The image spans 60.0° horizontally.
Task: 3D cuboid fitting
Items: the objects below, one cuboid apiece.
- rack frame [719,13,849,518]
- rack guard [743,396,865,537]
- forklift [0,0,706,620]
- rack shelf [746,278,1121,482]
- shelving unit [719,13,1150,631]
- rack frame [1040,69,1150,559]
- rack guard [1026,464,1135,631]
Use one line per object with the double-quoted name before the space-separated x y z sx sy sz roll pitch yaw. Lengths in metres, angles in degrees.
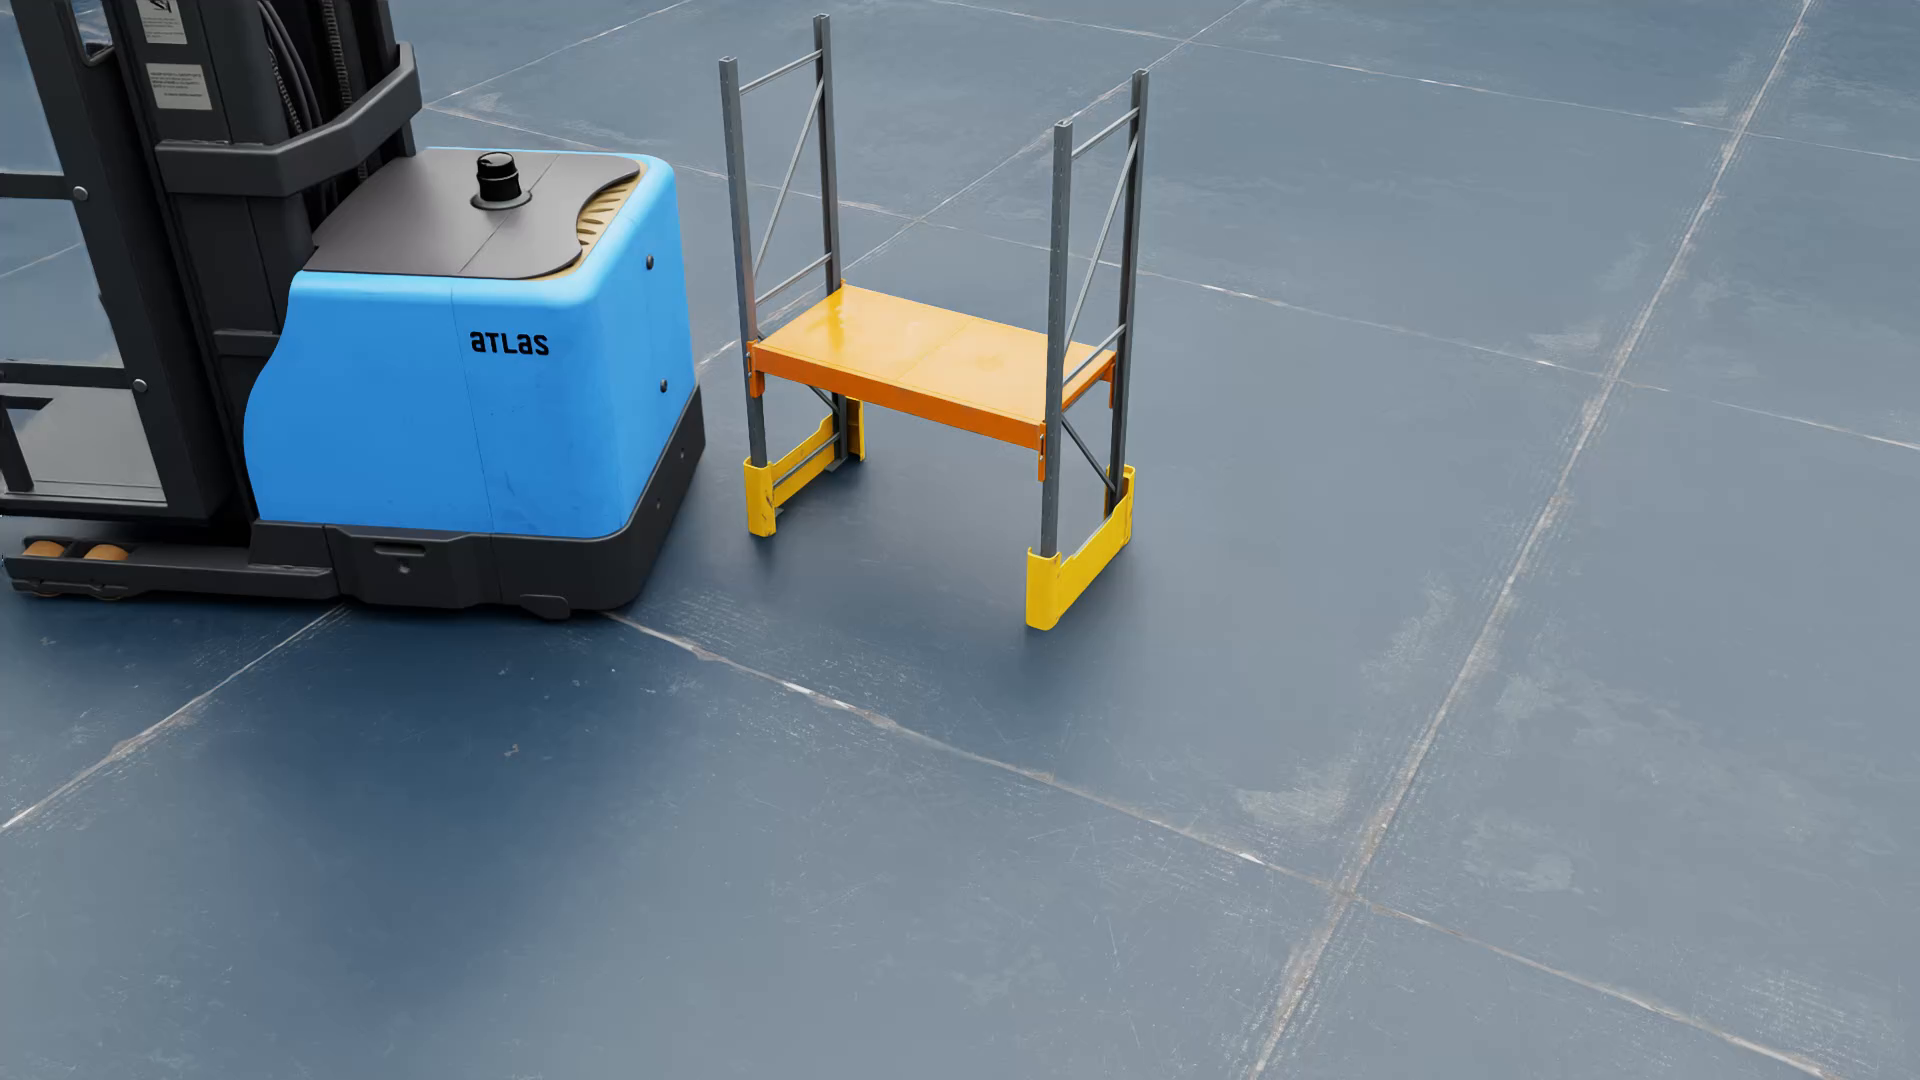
"rack frame" -0.515 -0.788 5.079 0.032 1.500 0.500 18 37 24
"rack guard" -0.499 -0.262 5.418 0.087 0.250 0.587 18 37 24
"forklift" -2.406 -1.326 4.596 3.031 2.935 1.130 3 34 5
"rack shelf" -0.074 -0.498 4.969 1.000 0.185 0.538 18 37 24
"shelving unit" -0.066 -0.645 4.866 1.083 1.500 0.587 18 37 24
"rack frame" 0.367 -0.508 4.660 0.032 1.500 0.500 18 37 24
"rack guard" 0.366 0.012 5.007 0.087 0.250 0.587 18 37 24
